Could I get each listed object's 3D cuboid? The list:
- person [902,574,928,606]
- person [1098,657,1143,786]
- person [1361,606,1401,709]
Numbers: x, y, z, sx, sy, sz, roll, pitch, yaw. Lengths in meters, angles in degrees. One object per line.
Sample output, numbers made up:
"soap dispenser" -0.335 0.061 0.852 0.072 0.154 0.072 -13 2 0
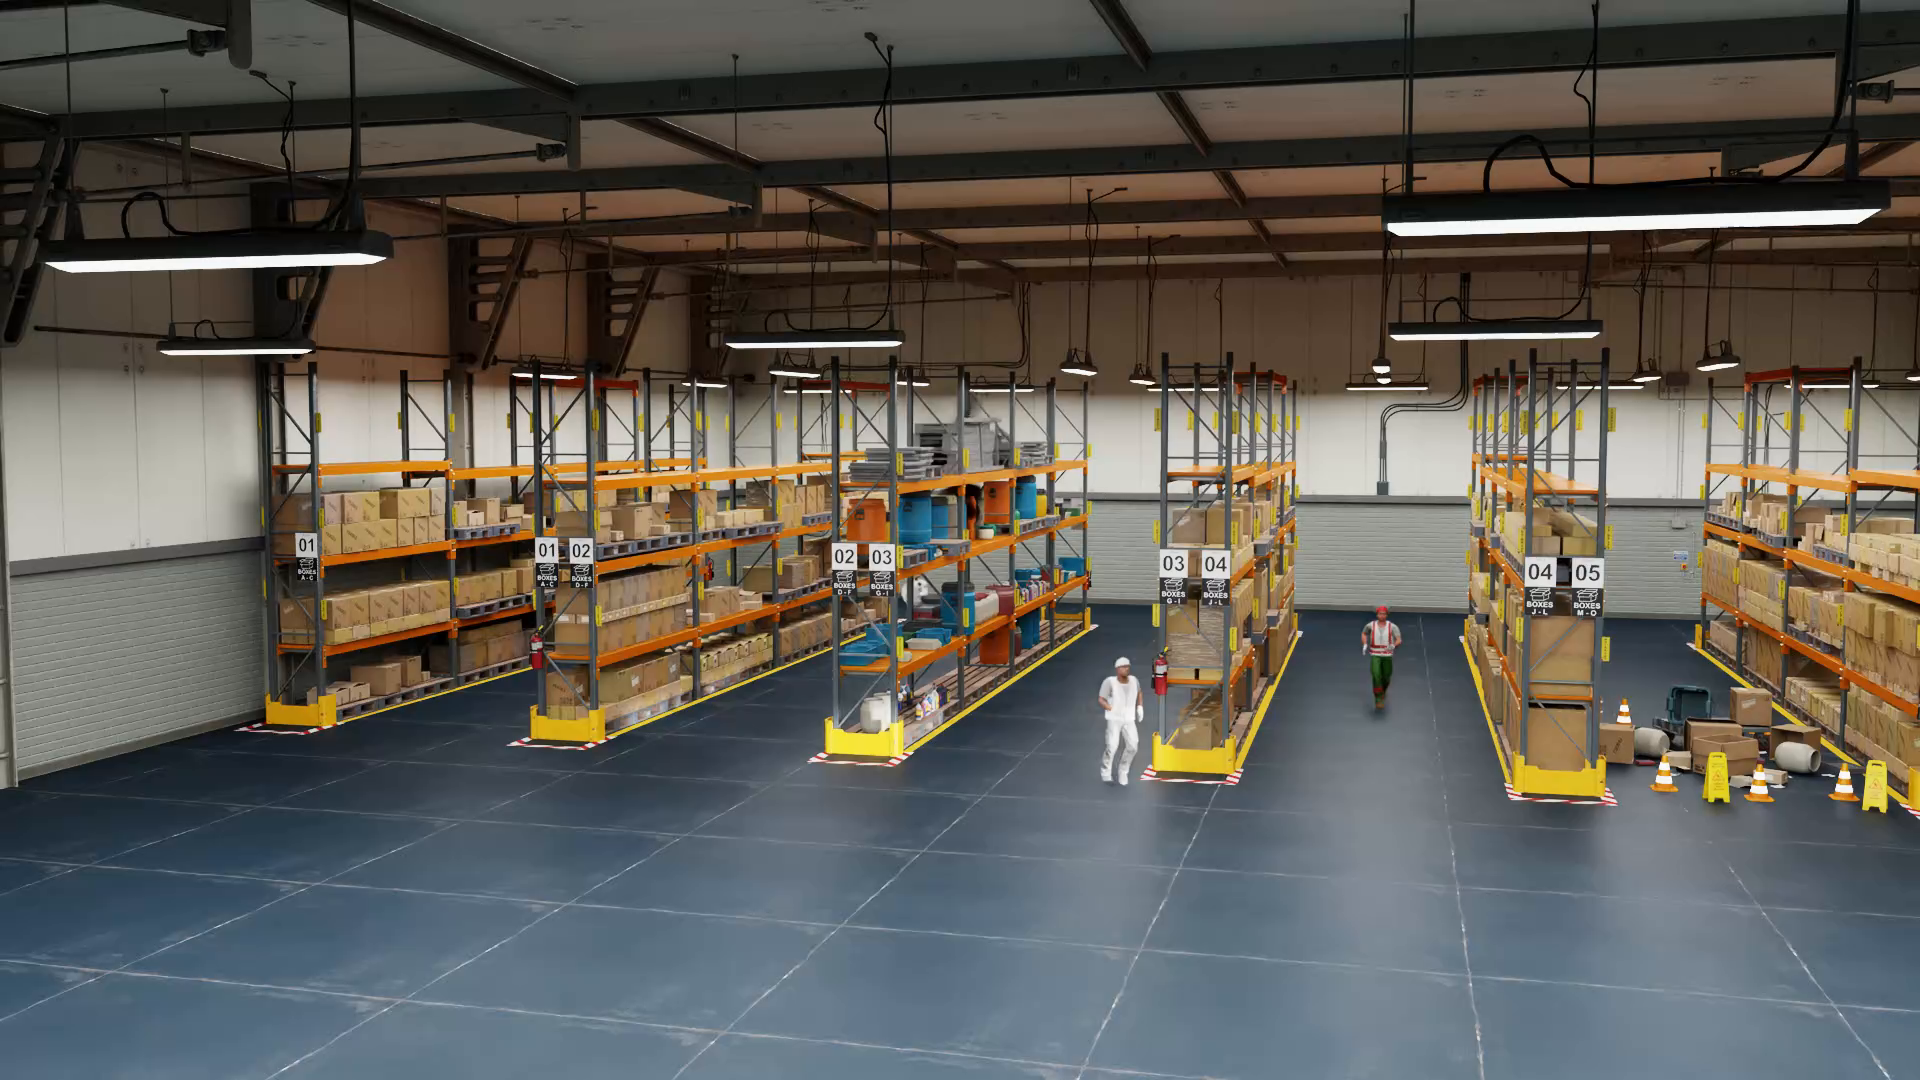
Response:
"person" -1.042 1.485 38.353 0.614 1.726 0.737 0 4 4
"person" 2.254 2.520 22.981 0.732 1.807 0.625 -1 4 -18
"person" 7.410 2.036 29.252 0.678 1.768 0.975 1 4 12
